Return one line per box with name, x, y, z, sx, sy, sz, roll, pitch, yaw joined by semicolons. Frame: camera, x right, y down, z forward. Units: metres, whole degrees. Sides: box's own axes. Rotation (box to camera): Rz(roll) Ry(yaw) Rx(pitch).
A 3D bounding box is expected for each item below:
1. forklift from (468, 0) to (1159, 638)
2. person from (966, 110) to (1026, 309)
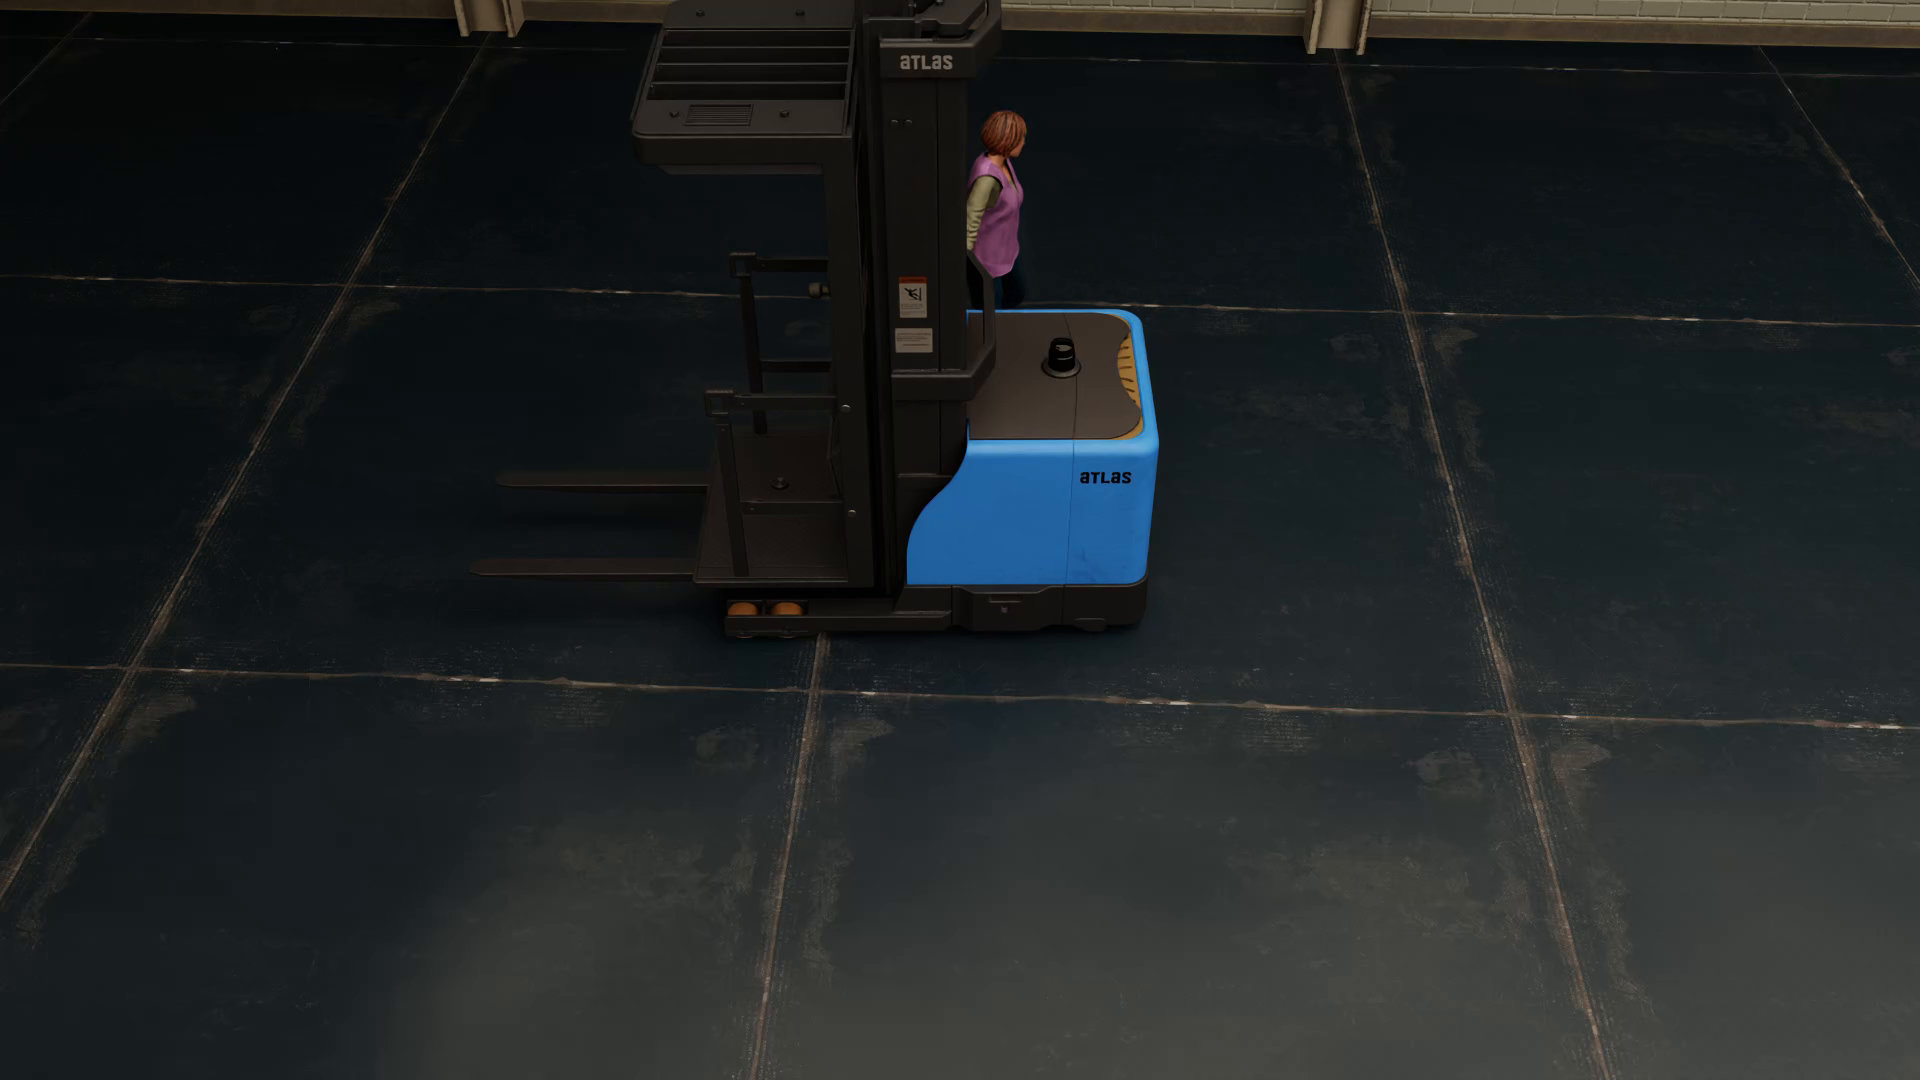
forklift;-0.685;-1.002;6.840;3.031;2.935;1.130;0;42;0
person;0.086;-1.391;8.341;0.418;1.557;0.725;10;43;11
